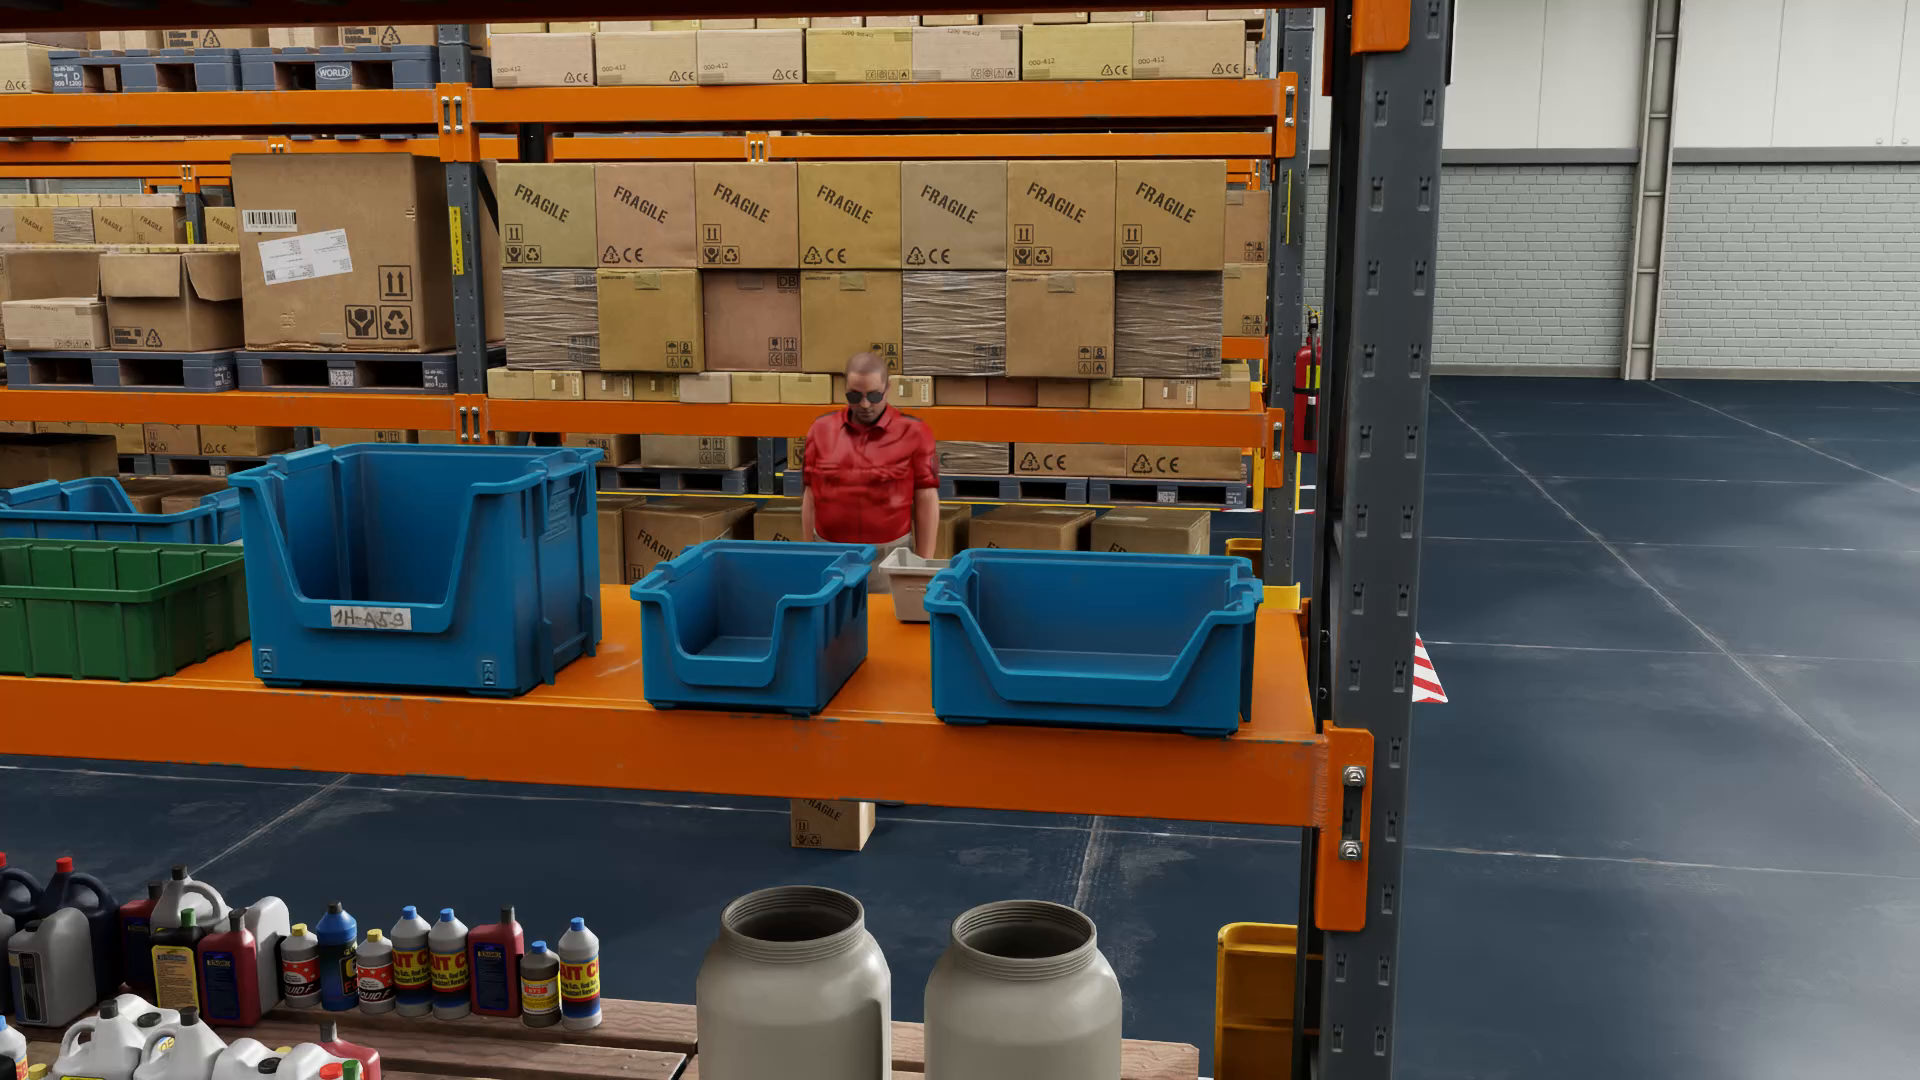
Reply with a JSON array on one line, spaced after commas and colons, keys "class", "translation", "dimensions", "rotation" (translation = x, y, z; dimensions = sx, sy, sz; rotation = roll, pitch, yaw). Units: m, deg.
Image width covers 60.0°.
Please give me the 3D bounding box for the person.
[{"class": "person", "translation": [-0.343, 0.143, 6.313], "dimensions": [0.535, 1.718, 0.362], "rotation": [2, 11, 10]}]
